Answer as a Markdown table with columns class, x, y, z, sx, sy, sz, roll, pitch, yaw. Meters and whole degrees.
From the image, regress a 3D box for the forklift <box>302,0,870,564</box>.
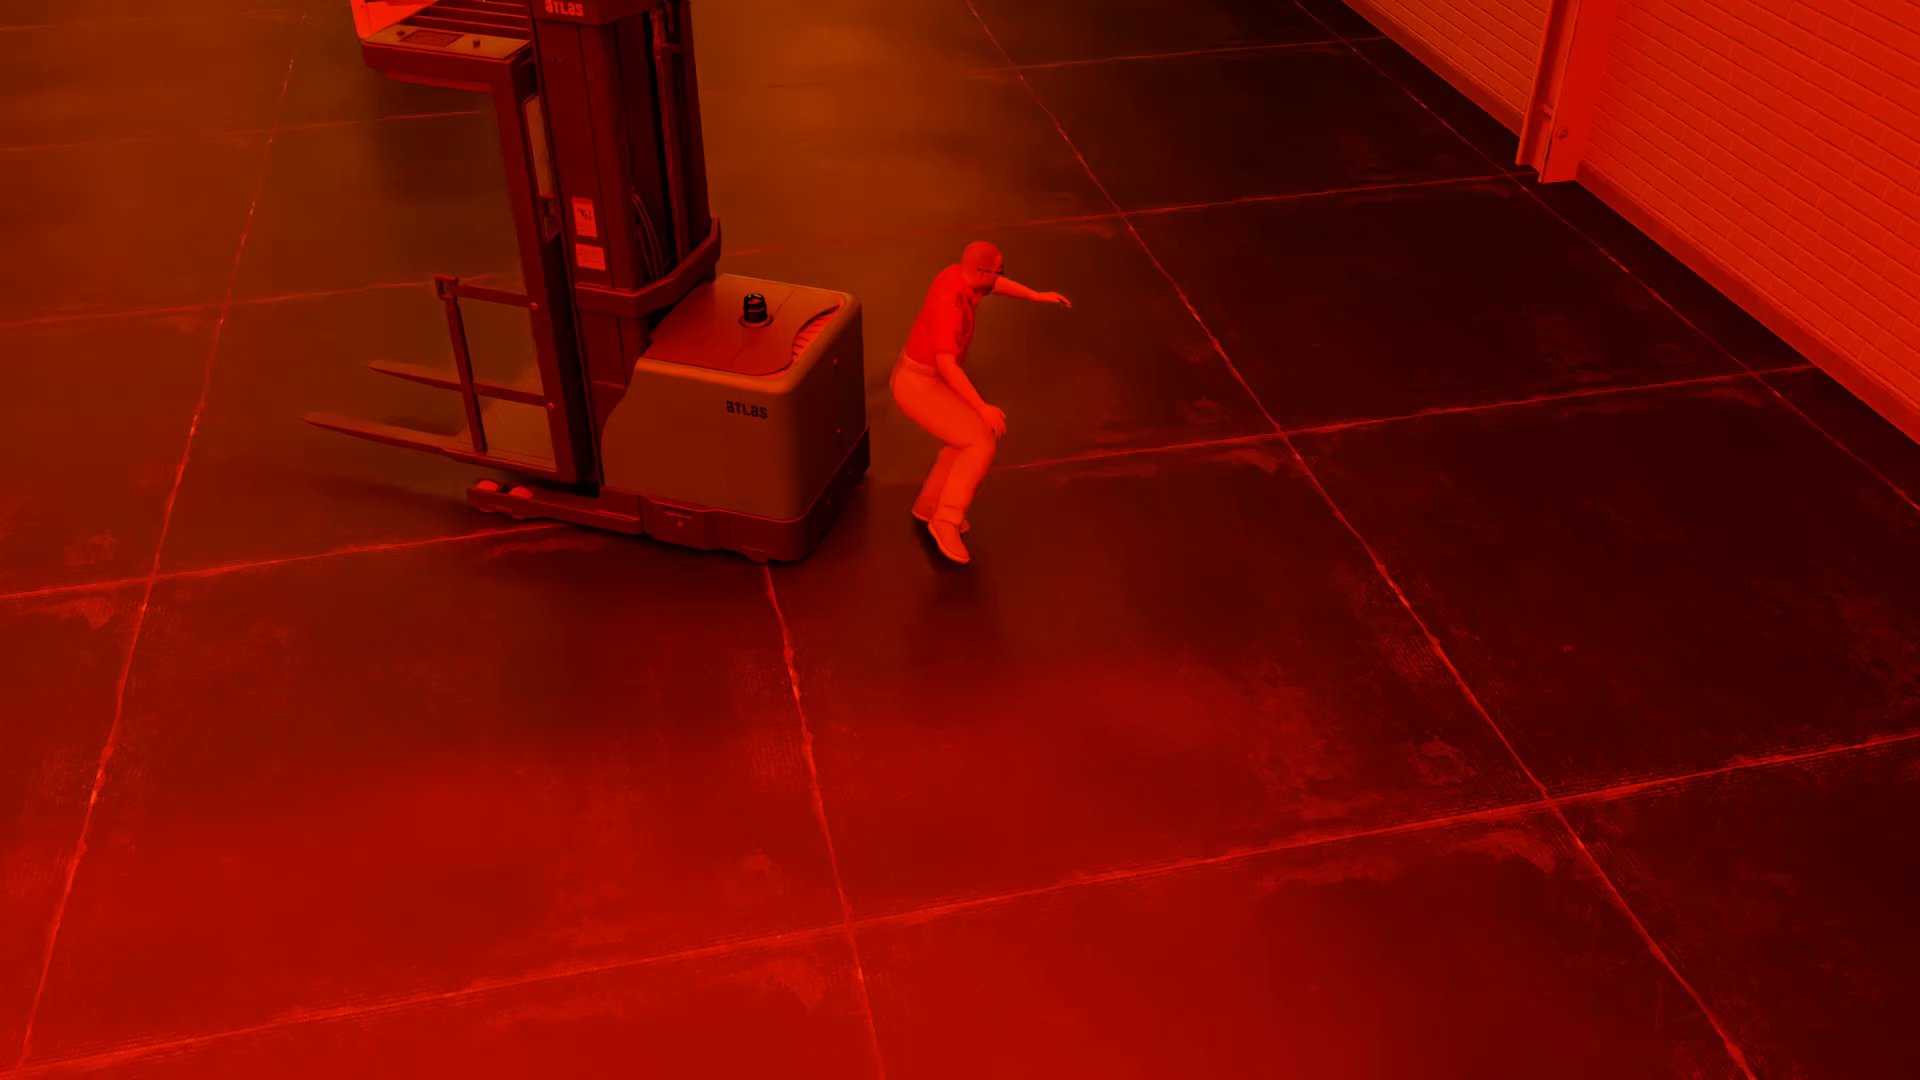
| class | x | y | z | sx | sy | sz | roll | pitch | yaw |
| --- | --- | --- | --- | --- | --- | --- | --- | --- | --- |
| forklift | -2.061 | -1.579 | 8.244 | 3.031 | 2.935 | 1.130 | 11 | 37 | 15 |

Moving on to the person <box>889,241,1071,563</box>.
| class | x | y | z | sx | sy | sz | roll | pitch | yaw |
| --- | --- | --- | --- | --- | --- | --- | --- | --- | --- |
| person | 0.114 | -0.730 | 8.327 | 0.935 | 1.493 | 1.194 | -1 | 36 | -2 |
